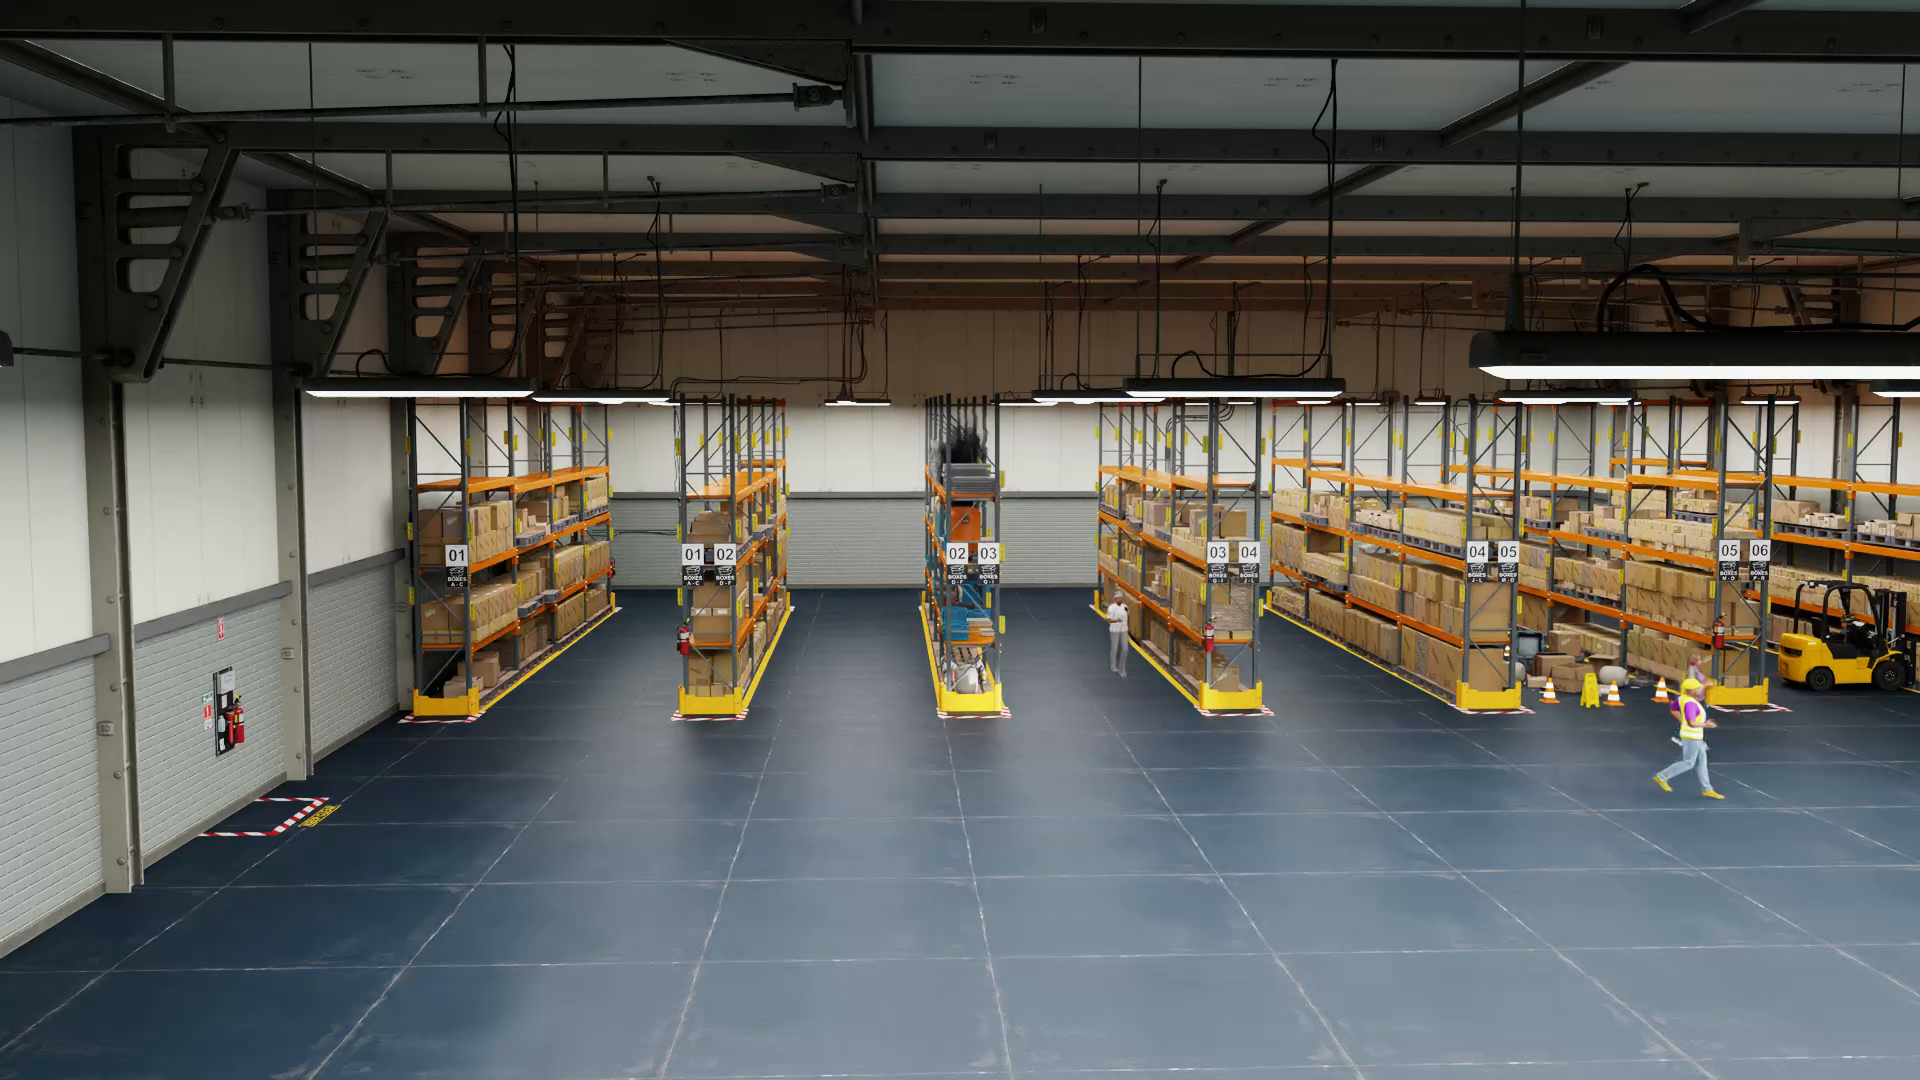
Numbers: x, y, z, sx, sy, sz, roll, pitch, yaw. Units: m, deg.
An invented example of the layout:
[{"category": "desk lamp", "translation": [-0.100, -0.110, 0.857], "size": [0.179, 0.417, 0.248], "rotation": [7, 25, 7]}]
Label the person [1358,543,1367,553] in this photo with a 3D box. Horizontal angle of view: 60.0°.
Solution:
[{"category": "person", "translation": [11.977, 0.975, 49.230], "size": [0.676, 1.746, 0.684], "rotation": [0, 5, 2]}]

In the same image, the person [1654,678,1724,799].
[{"category": "person", "translation": [10.693, 2.901, 24.336], "size": [0.972, 1.764, 0.701], "rotation": [2, 5, 20]}]

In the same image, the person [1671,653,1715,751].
[{"category": "person", "translation": [12.333, 2.714, 27.929], "size": [0.677, 1.632, 0.516], "rotation": [4, 6, 42]}]

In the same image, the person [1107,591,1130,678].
[{"category": "person", "translation": [3.274, 1.928, 34.023], "size": [0.558, 1.786, 0.656], "rotation": [-1, 5, -14]}]
